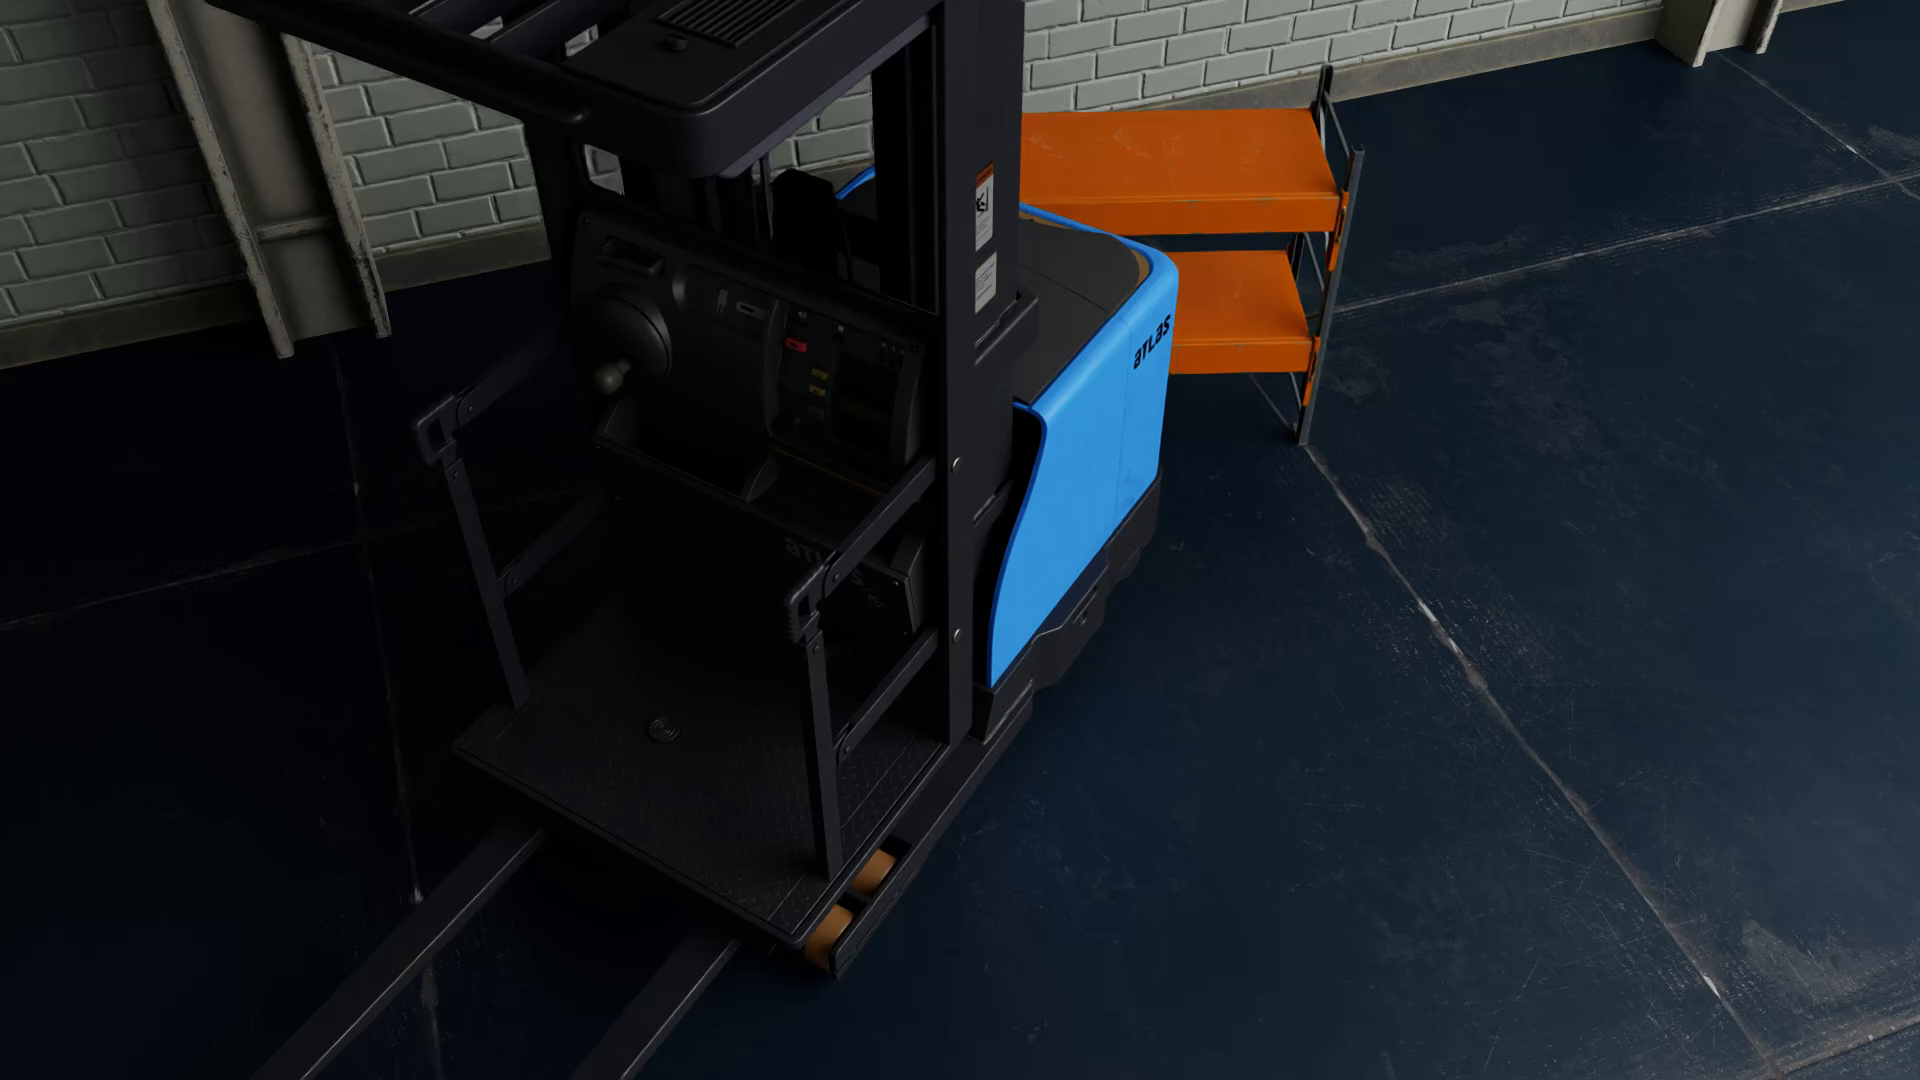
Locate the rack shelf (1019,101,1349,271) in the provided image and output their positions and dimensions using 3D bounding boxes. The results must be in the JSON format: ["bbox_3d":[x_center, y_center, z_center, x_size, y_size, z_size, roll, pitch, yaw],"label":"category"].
[{"bbox_3d":[0.630,-1.085,5.124,1.000,0.278,0.538,-1,45,-1],"label":"rack shelf"}]

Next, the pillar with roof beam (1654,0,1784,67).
[{"bbox_3d":[4.822,-2.542,1.430,0.400,9.000,9.100,-14,47,-14],"label":"pillar with roof beam"}]

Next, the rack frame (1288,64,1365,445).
[{"bbox_3d":[1.138,-0.891,5.344,0.032,1.125,0.500,-1,45,-1],"label":"rack frame"}]

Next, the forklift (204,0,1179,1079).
[{"bbox_3d":[-0.591,-0.338,3.518,1.130,2.935,3.031,24,50,22],"label":"forklift"}]

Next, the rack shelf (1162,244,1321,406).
[{"bbox_3d":[0.630,-0.706,5.505,1.000,0.278,0.538,-1,45,-1],"label":"rack shelf"}]

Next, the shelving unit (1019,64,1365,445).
[{"bbox_3d":[0.630,-0.879,5.331,1.048,1.125,0.538,-1,45,-1],"label":"shelving unit"}]
